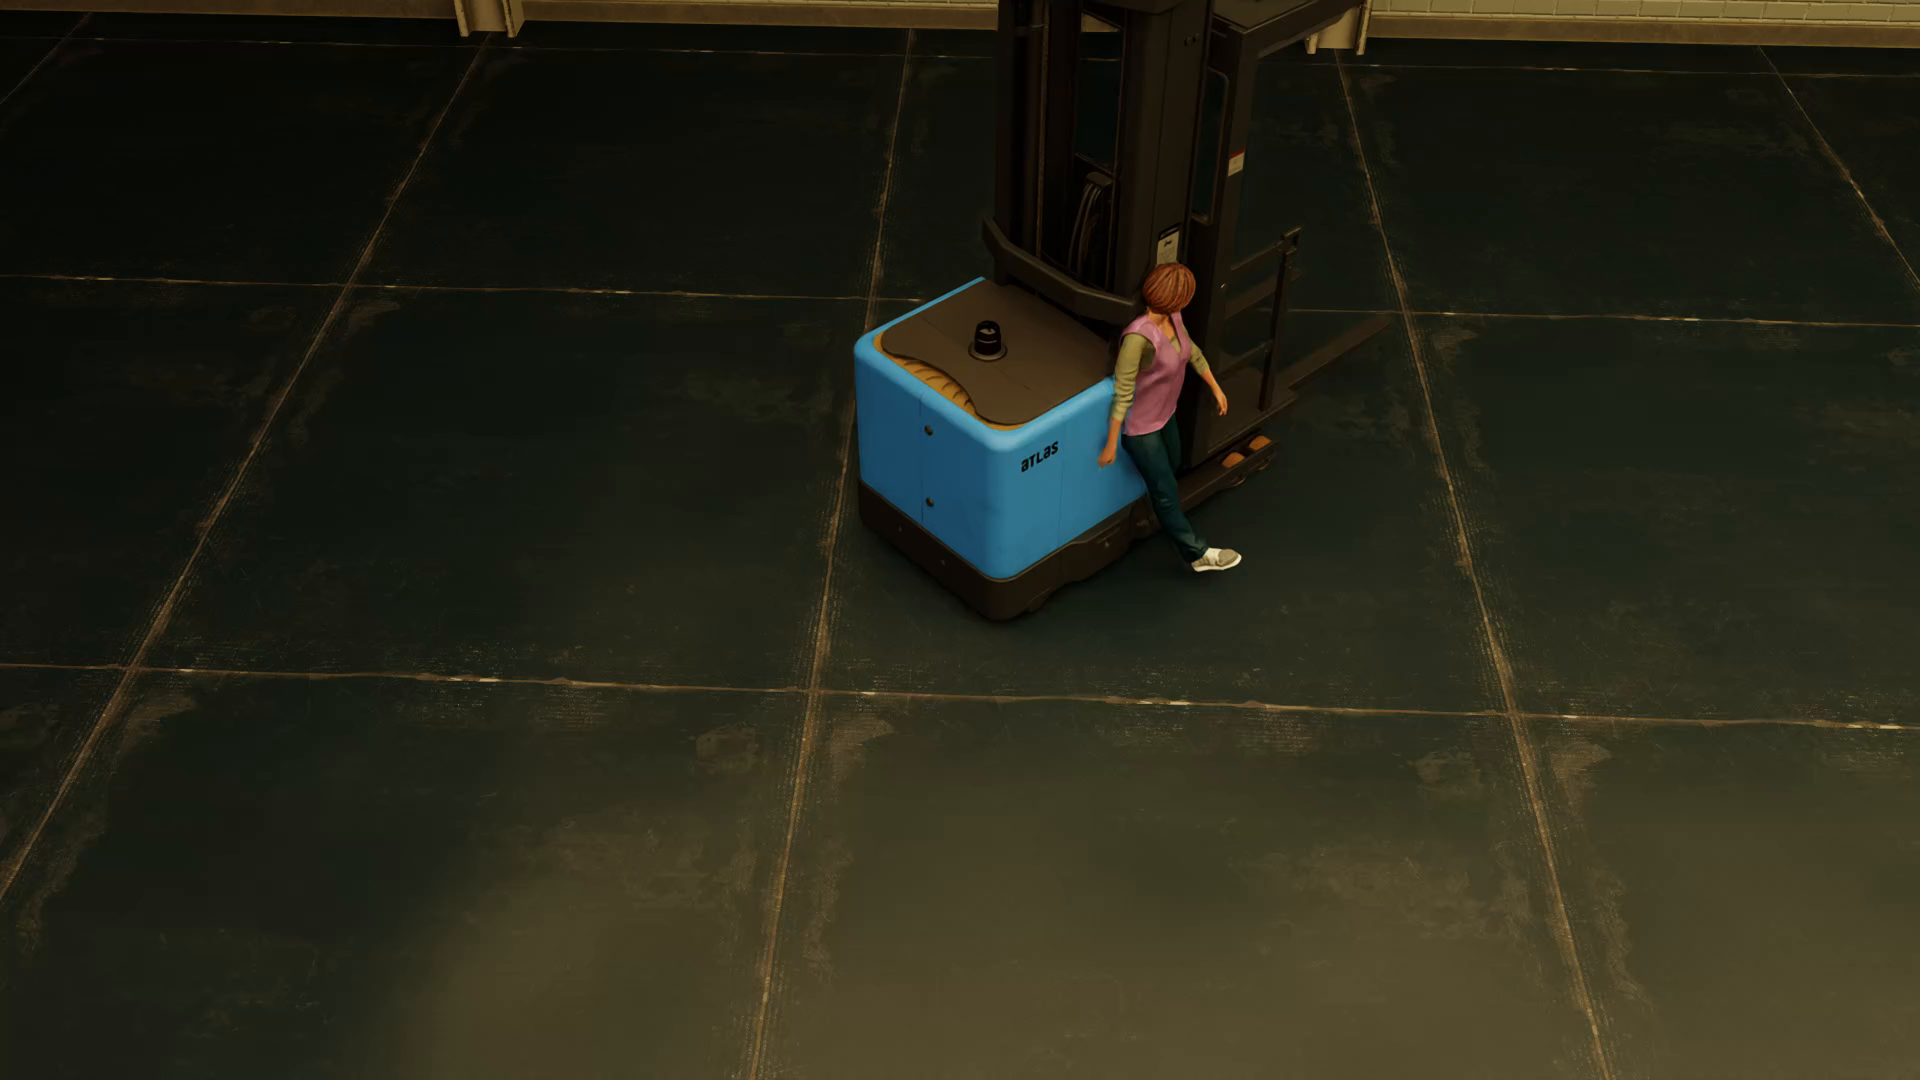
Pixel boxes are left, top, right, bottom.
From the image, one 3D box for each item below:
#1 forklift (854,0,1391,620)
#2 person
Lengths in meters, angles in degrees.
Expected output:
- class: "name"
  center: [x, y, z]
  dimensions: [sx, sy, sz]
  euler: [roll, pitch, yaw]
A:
- class: "forklift"
  center: [0.952, -1.585, 7.479]
  dimensions: [3.031, 2.935, 1.130]
  euler: [-31, 51, -29]
- class: "person"
  center: [0.912, -0.514, 7.319]
  dimensions: [0.862, 1.497, 0.589]
  euler: [17, 45, 18]
